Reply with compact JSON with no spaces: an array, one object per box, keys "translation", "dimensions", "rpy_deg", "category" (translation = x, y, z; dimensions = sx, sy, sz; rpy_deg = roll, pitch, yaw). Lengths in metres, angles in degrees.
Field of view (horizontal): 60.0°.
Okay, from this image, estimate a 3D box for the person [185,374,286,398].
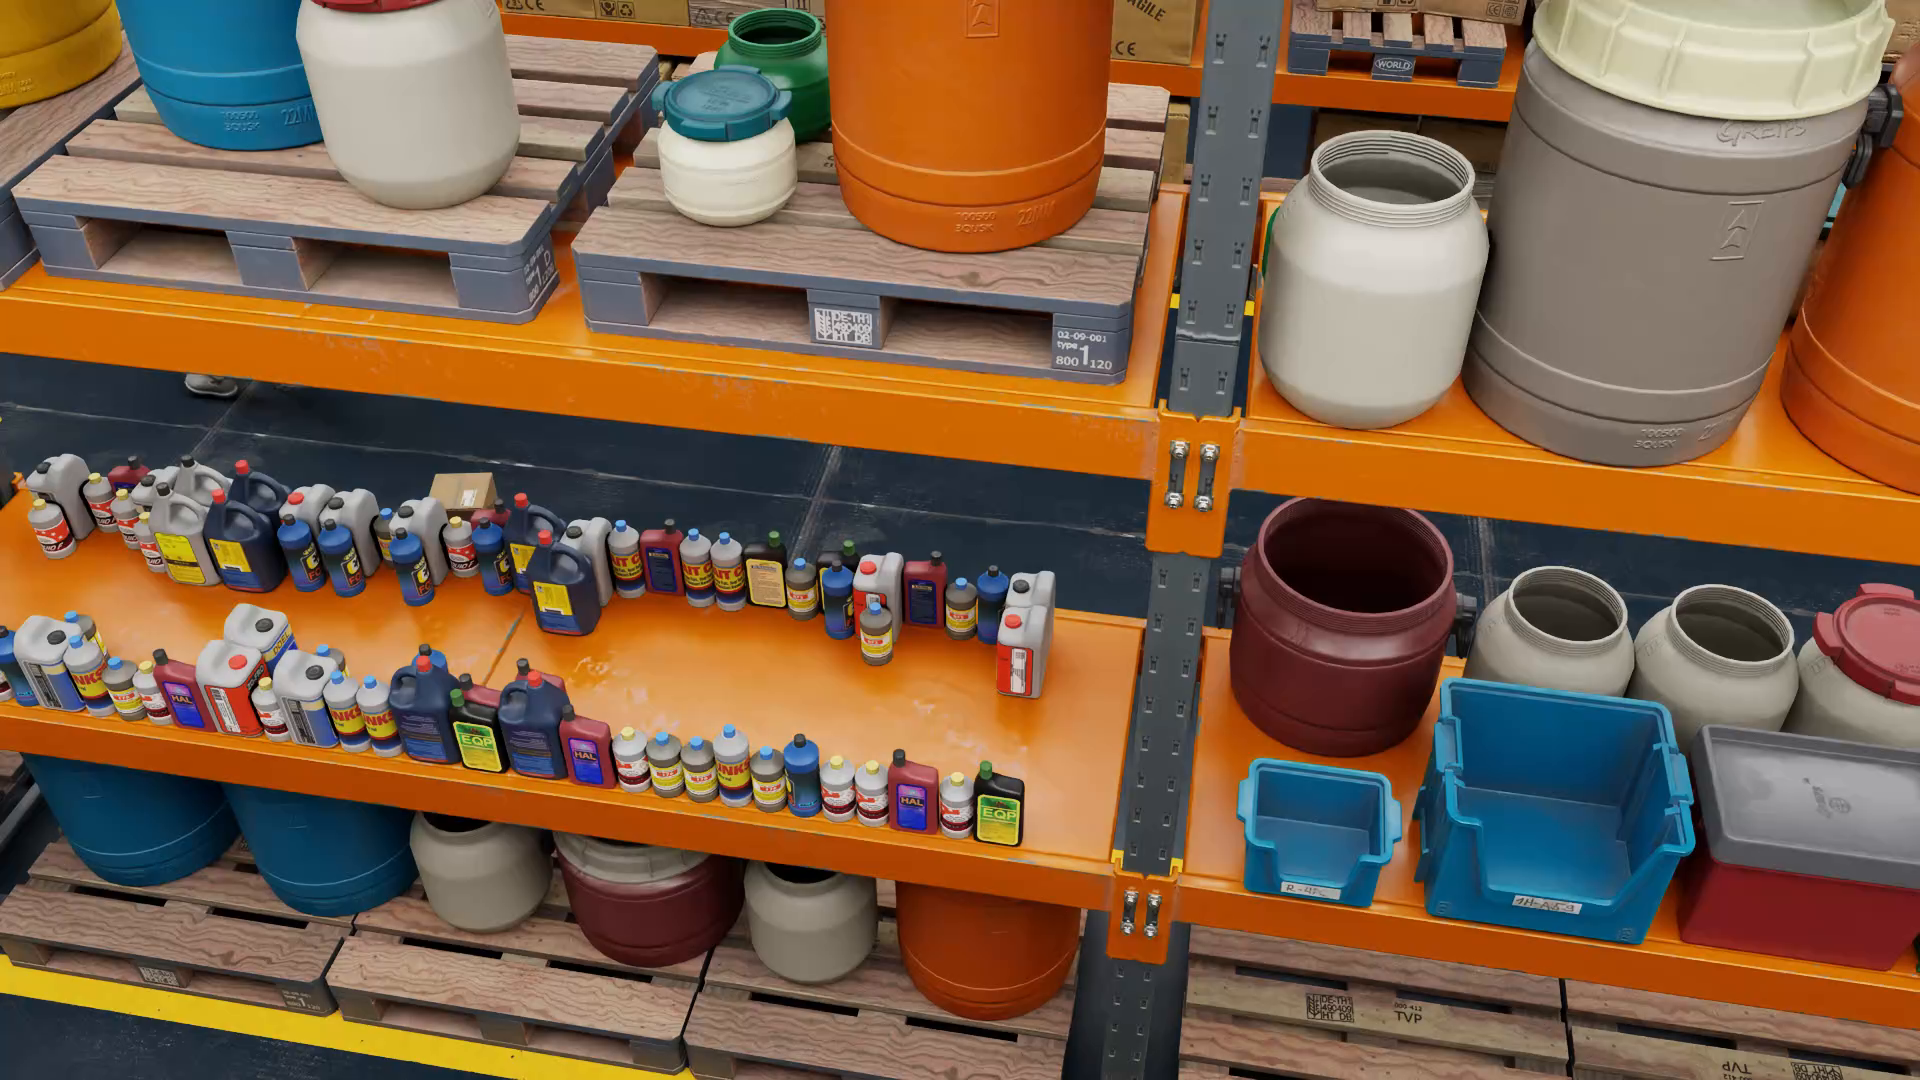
[{"translation":[-3.522,-1.361,7.689],"dimensions":[0.657,1.670,0.490],"rpy_deg":[18,44,19],"category":"person"}]
